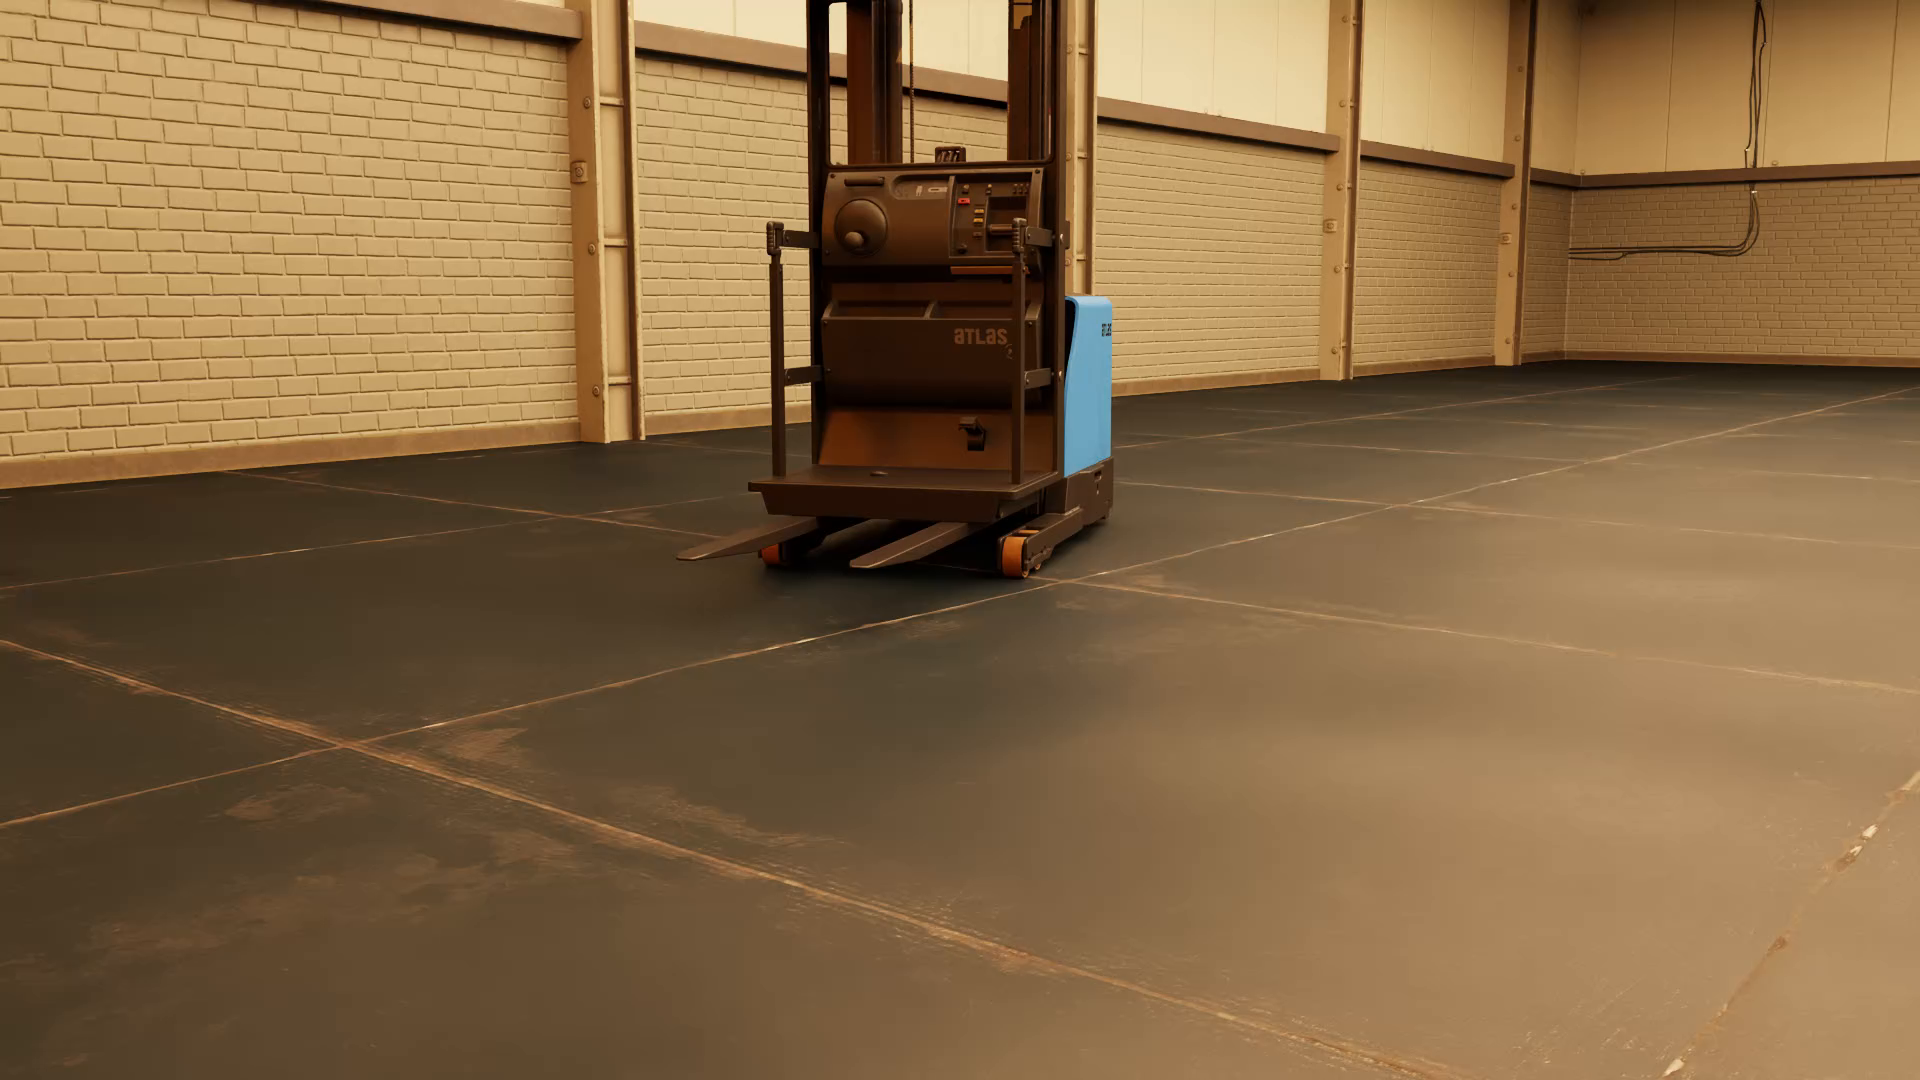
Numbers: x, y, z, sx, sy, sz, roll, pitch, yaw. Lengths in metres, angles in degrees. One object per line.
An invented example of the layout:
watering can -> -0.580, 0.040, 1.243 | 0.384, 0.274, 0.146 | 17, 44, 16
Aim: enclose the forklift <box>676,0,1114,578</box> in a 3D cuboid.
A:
forklift -> -0.176, -1.366, 6.616 | 1.130, 2.935, 3.031 | 3, 9, 17
